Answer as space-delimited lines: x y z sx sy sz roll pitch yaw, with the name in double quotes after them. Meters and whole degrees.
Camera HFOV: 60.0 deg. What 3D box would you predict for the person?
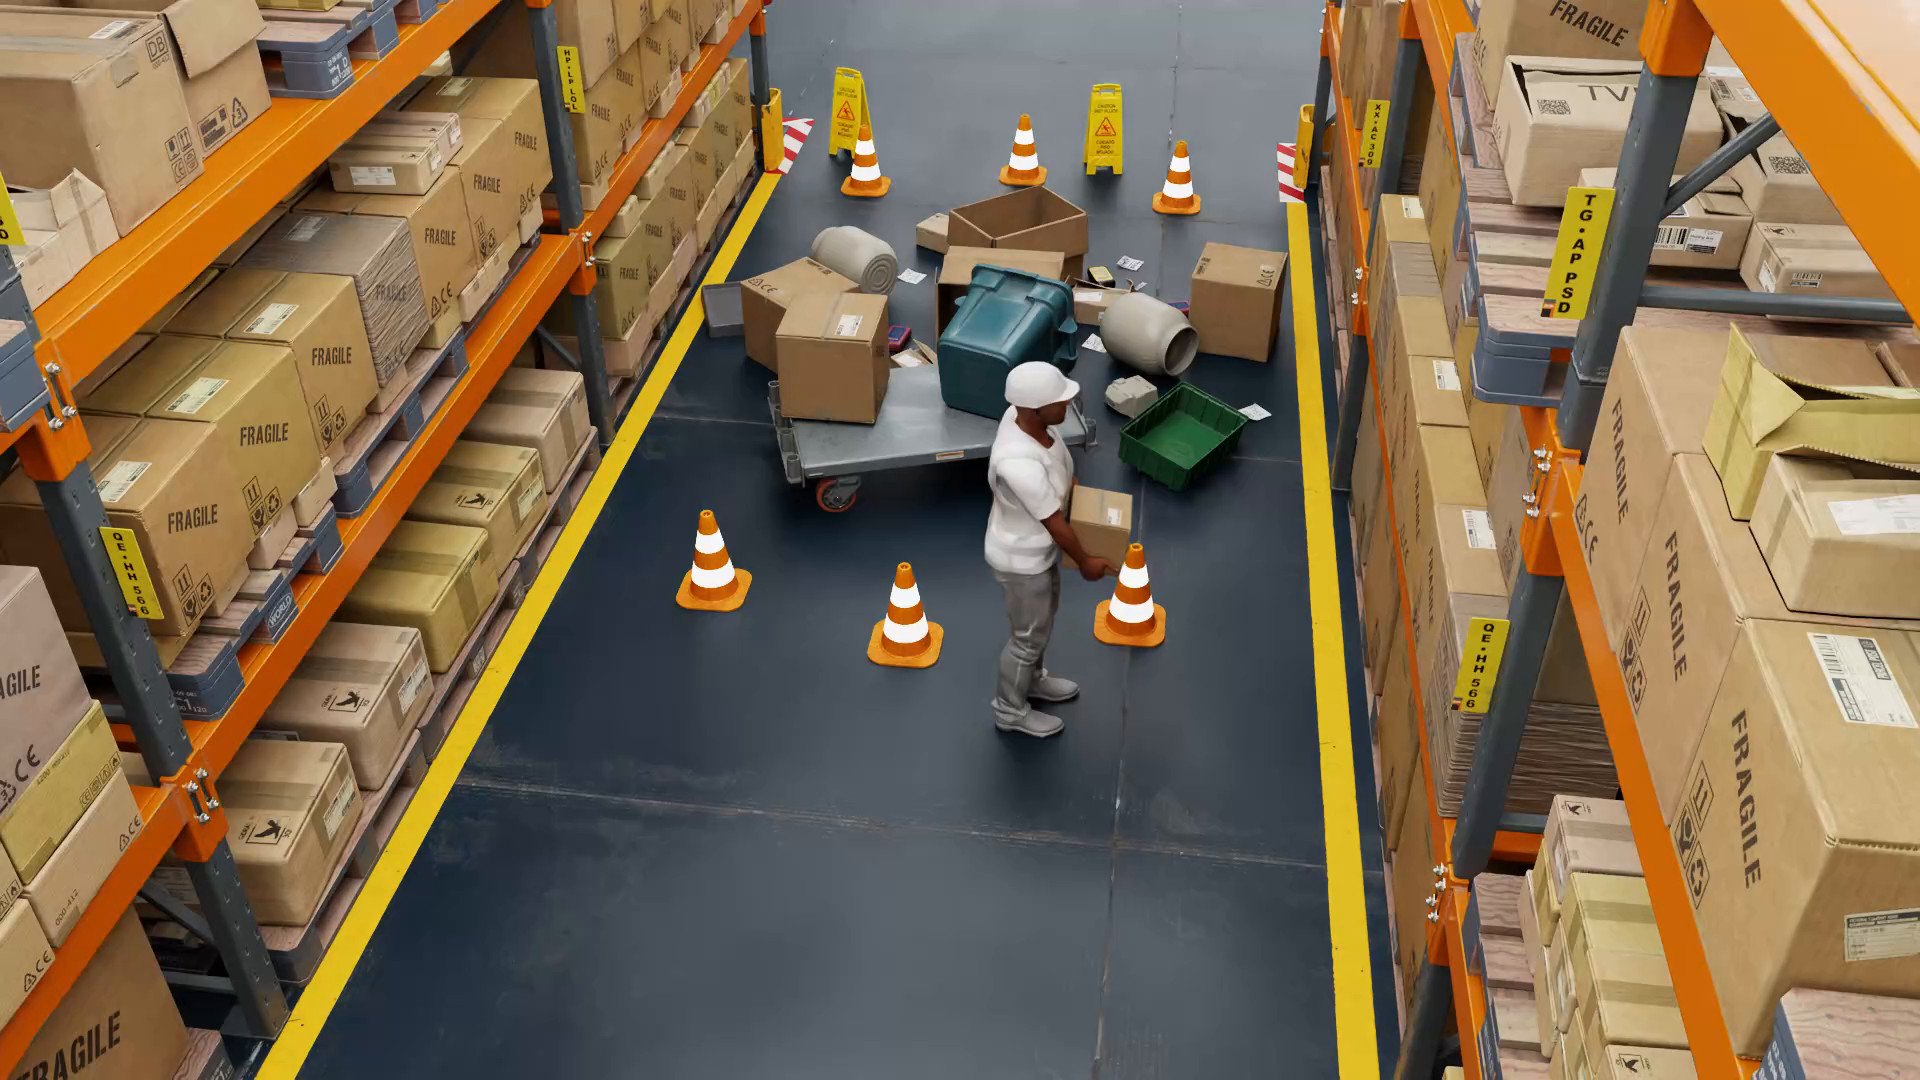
0.386 0.037 6.971 0.563 1.763 0.505 4 36 5 "person"
